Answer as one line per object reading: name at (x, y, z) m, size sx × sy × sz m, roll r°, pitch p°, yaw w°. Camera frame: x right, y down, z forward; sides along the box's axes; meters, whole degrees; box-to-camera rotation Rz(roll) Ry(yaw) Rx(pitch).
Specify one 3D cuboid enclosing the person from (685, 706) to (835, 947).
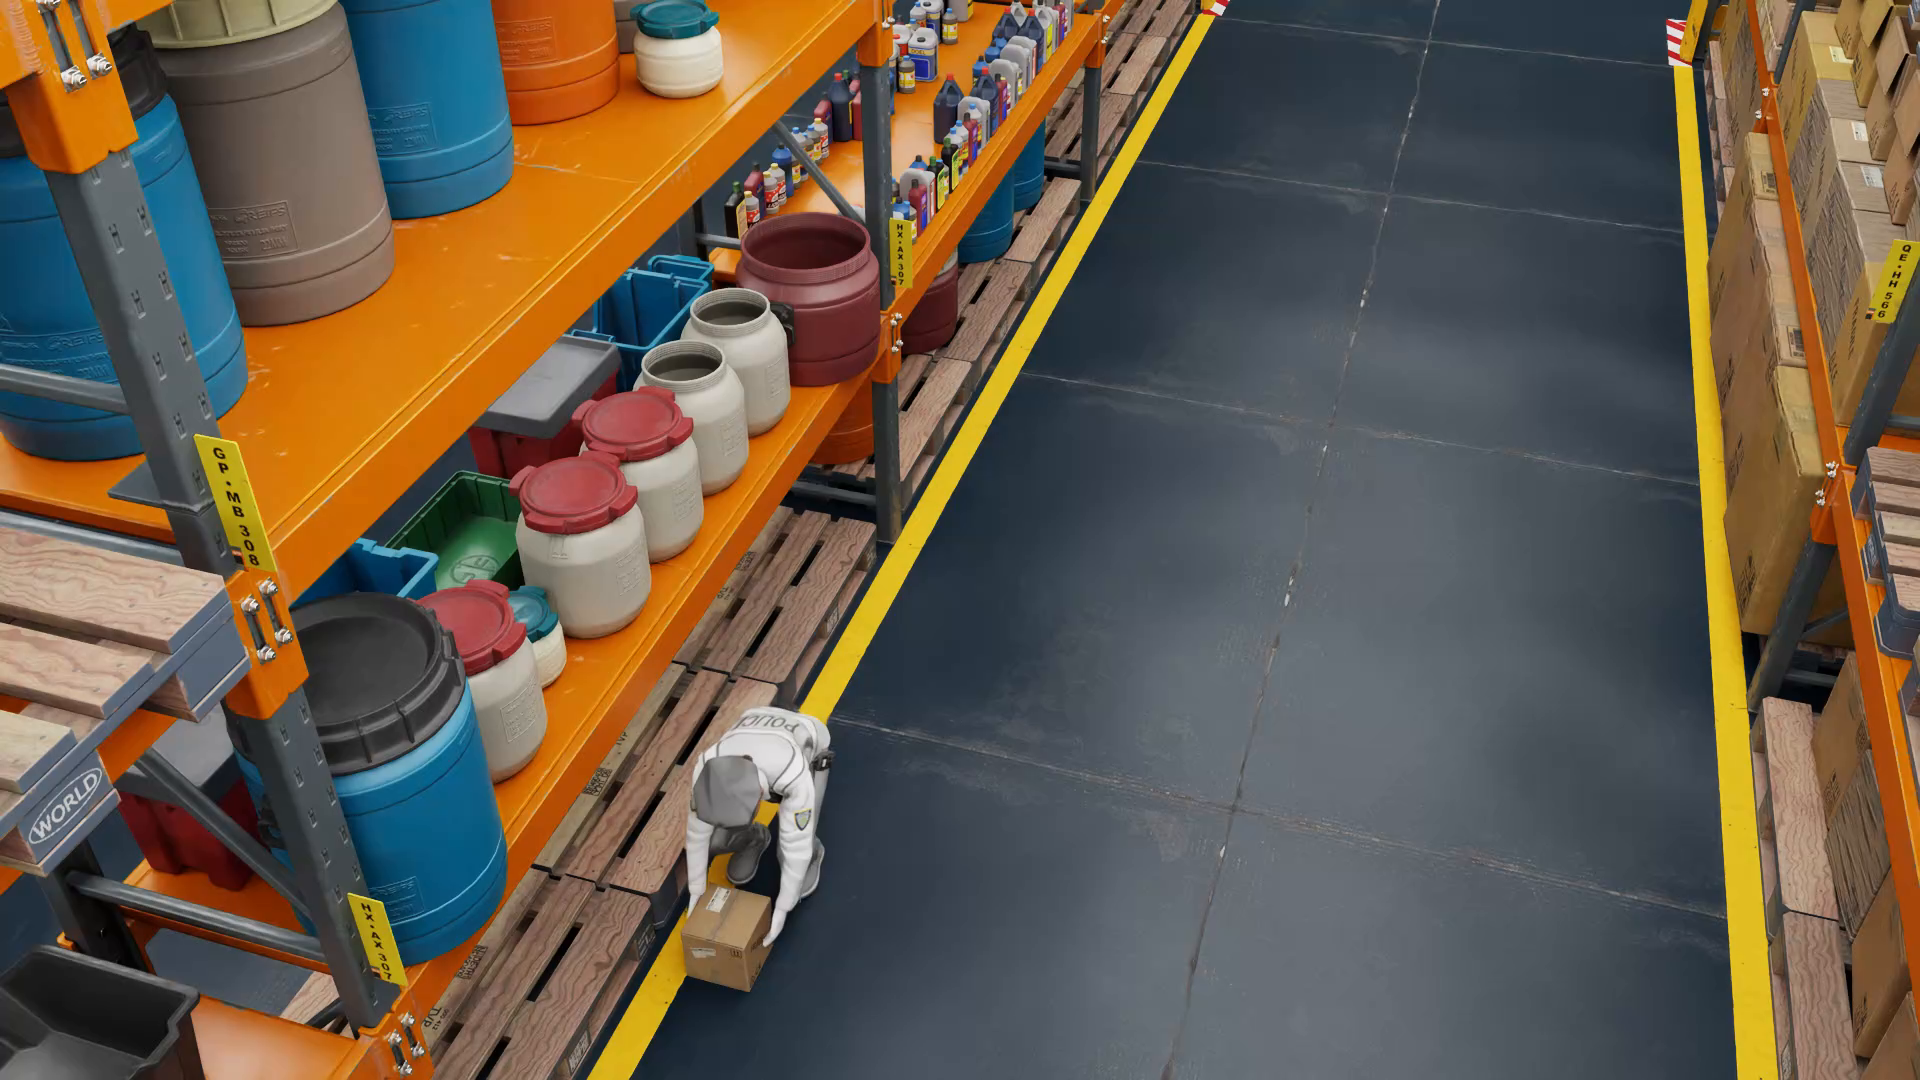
person at (-0.729, 0.990, 6.171) m, size 0.494 × 0.964 × 0.848 m, roll 11°, pitch 39°, yaw 14°
